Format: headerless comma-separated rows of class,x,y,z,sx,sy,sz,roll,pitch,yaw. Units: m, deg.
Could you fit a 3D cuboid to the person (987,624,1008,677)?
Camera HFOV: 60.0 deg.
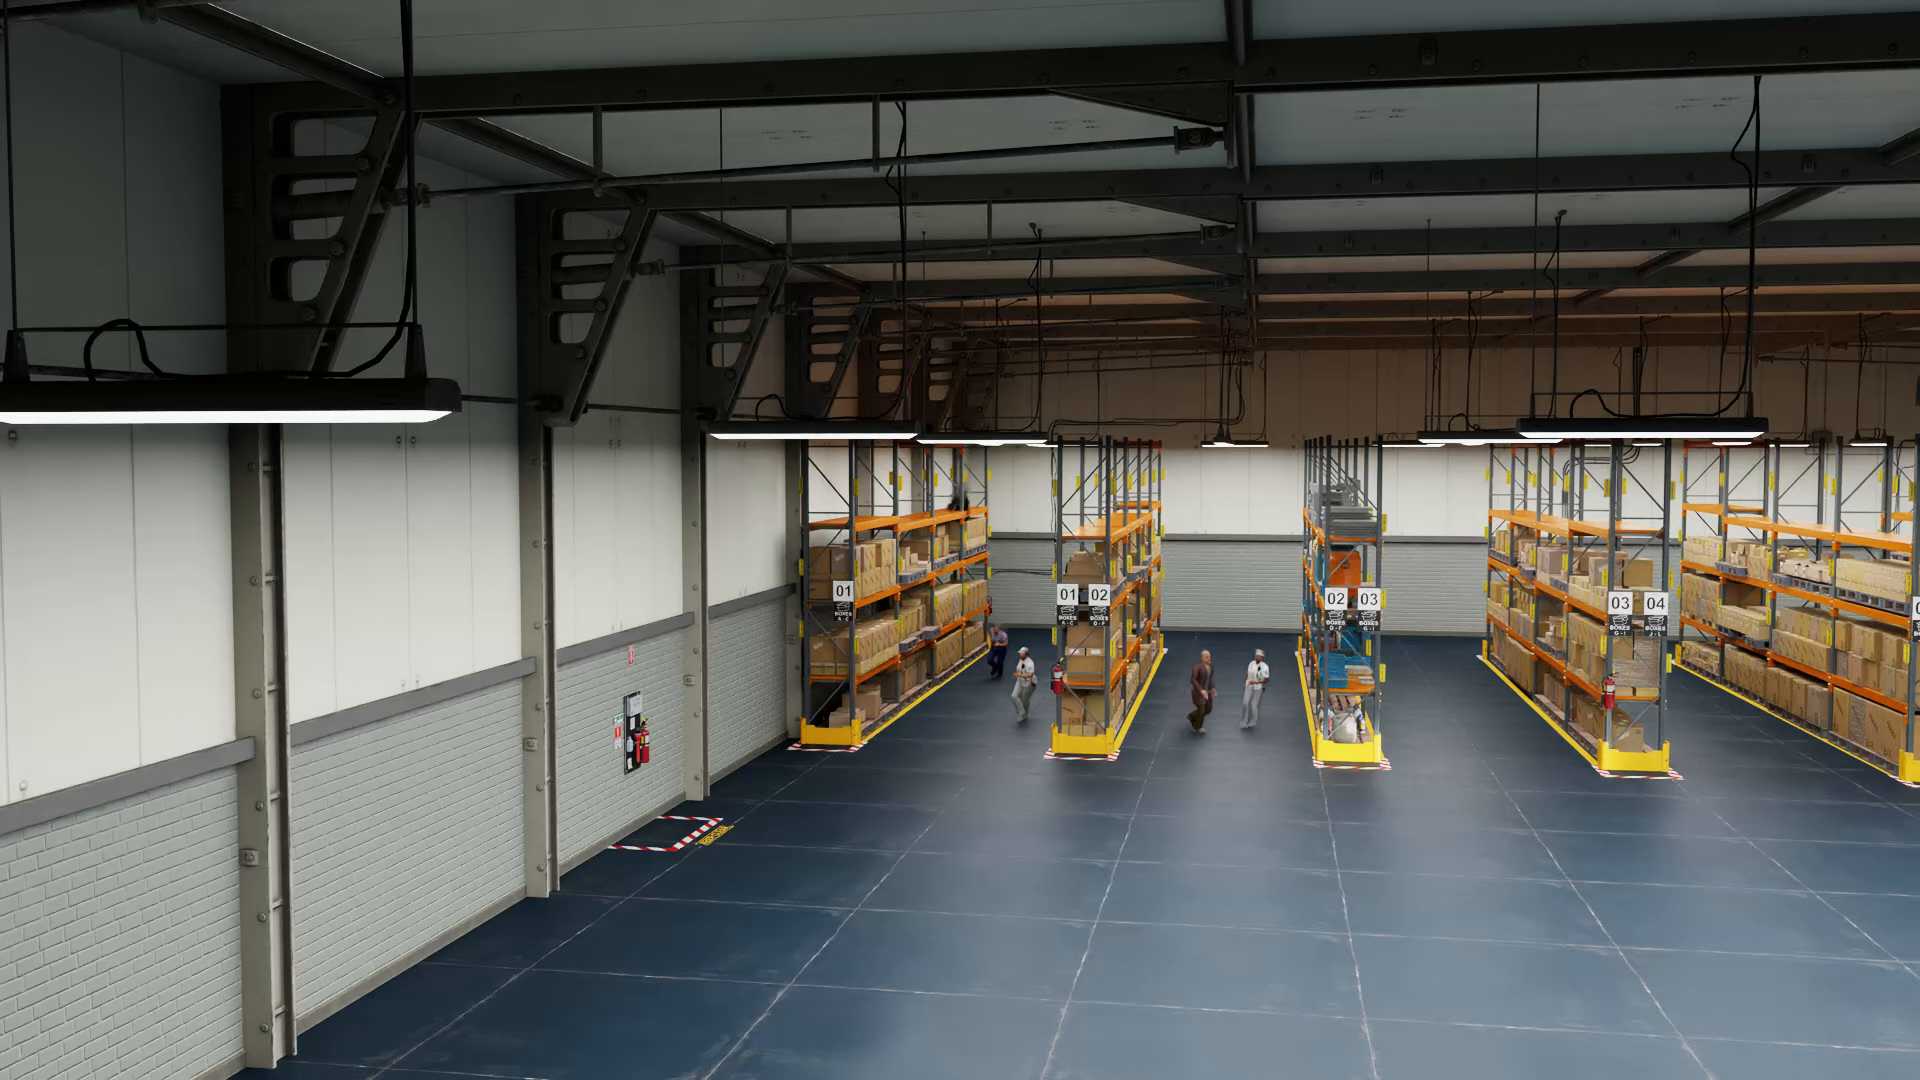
person,0.937,2.777,41.607,0.622,1.376,0.950,1,3,19

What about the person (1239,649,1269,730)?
person,6.049,3.048,34.054,0.576,1.653,0.657,2,4,29

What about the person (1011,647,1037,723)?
person,1.356,3.025,34.992,0.737,1.591,0.684,3,4,43

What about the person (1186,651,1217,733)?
person,4.813,3.054,33.530,0.683,1.696,0.807,-3,4,-40

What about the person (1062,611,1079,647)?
person,2.932,2.488,44.079,0.639,1.751,0.810,1,3,14
